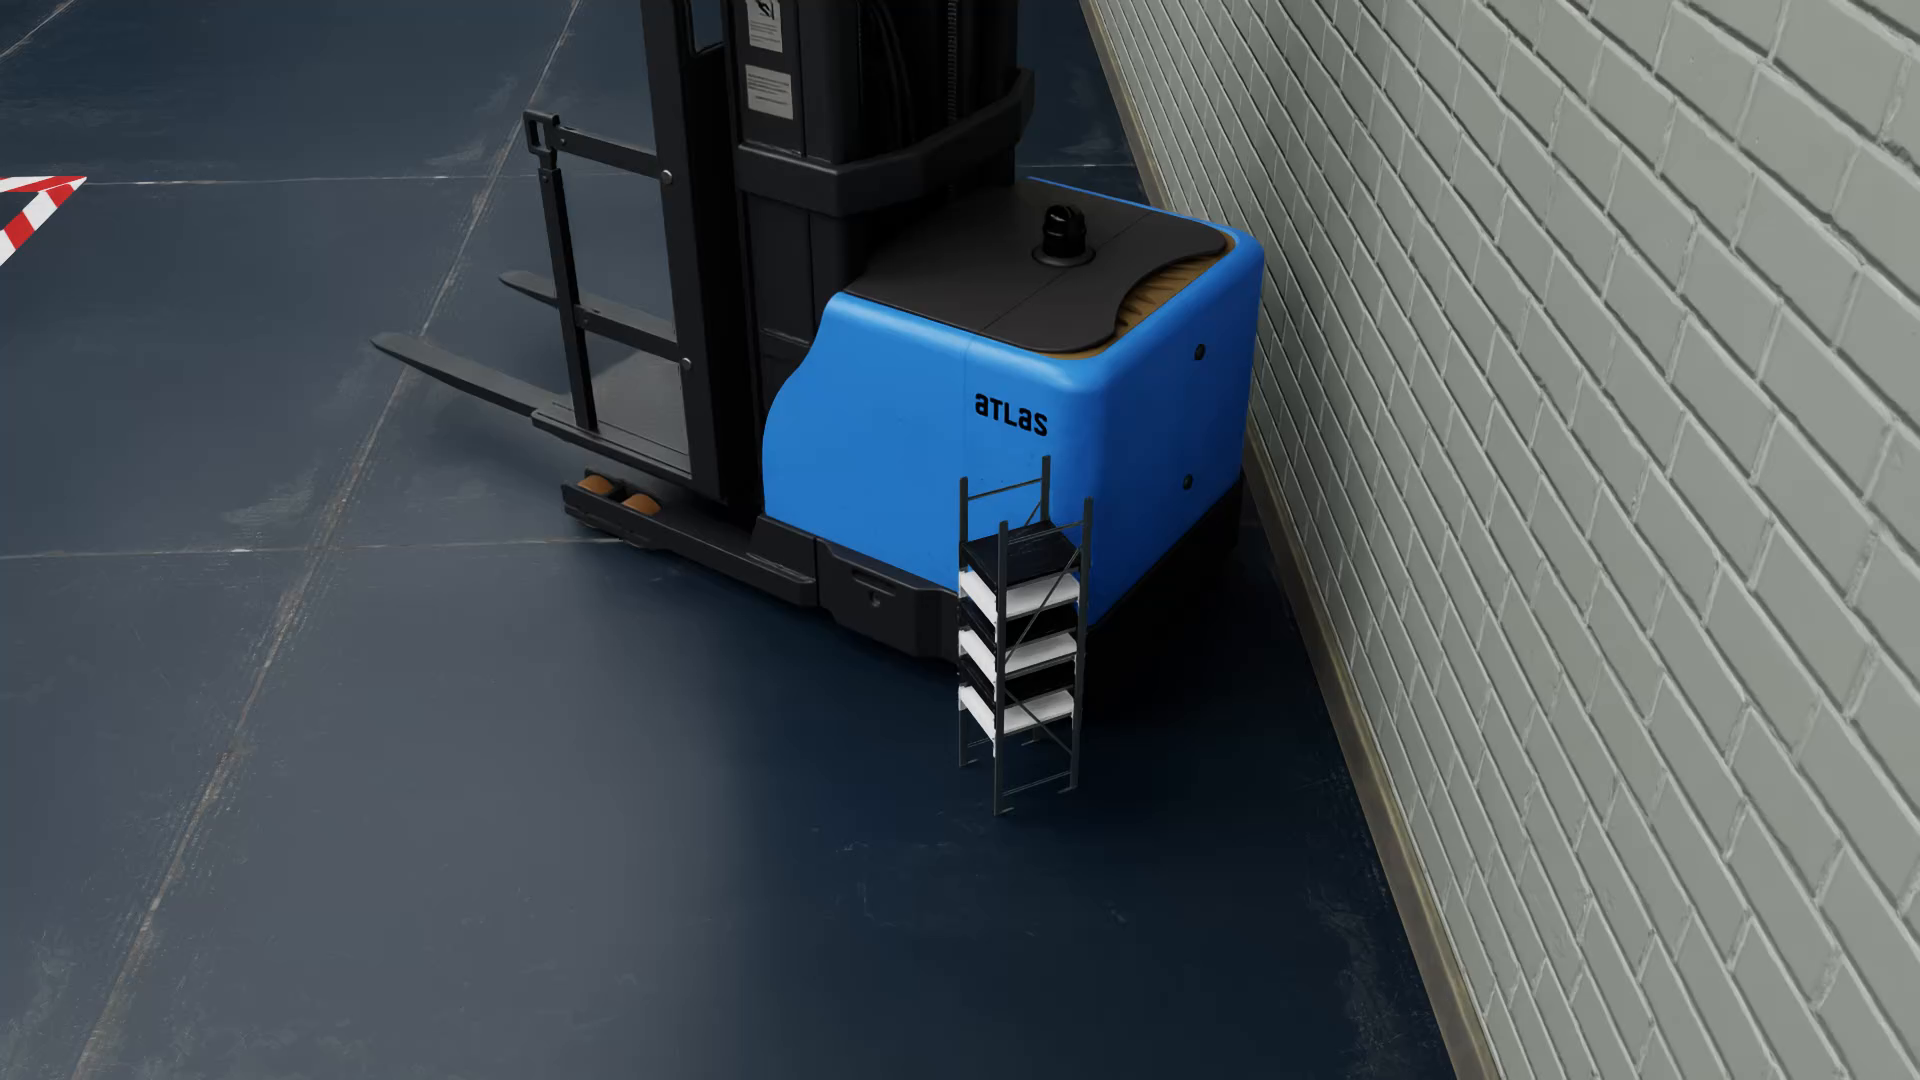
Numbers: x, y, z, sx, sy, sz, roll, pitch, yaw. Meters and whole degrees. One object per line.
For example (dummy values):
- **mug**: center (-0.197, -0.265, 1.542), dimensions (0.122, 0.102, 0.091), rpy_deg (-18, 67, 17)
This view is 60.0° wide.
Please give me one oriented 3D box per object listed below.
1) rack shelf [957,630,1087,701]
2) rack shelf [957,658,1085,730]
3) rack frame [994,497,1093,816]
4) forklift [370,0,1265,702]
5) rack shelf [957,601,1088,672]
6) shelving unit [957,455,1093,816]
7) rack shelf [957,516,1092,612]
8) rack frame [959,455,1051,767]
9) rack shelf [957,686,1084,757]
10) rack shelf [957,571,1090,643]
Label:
- **rack shelf**: center (0.152, 0.277, 4.117), dimensions (0.258, 0.077, 0.200), rpy_deg (-15, 38, -21)
- **rack shelf**: center (0.152, 0.351, 4.168), dimensions (0.258, 0.077, 0.200), rpy_deg (-15, 38, -21)
- **rack frame**: center (0.196, 0.302, 4.023), dimensions (0.240, 0.900, 0.006), rpy_deg (-15, 38, -21)
- **forklift**: center (-0.651, -1.407, 4.708), dimensions (3.031, 2.935, 1.130), rpy_deg (21, 40, 27)
- **rack shelf**: center (0.152, 0.203, 4.066), dimensions (0.258, 0.077, 0.200), rpy_deg (-15, 38, -21)
- **shelving unit**: center (0.152, 0.250, 4.098), dimensions (0.258, 0.900, 0.210), rpy_deg (-15, 38, -21)
- **rack shelf**: center (0.152, 0.055, 3.964), dimensions (0.258, 0.077, 0.200), rpy_deg (-15, 38, -21)
- **rack frame**: center (0.107, 0.198, 4.173), dimensions (0.240, 0.900, 0.006), rpy_deg (-15, 38, -21)
- **rack shelf**: center (0.152, 0.425, 4.220), dimensions (0.258, 0.077, 0.200), rpy_deg (-15, 38, -21)
- **rack shelf**: center (0.152, 0.129, 4.015), dimensions (0.258, 0.077, 0.200), rpy_deg (-15, 38, -21)
